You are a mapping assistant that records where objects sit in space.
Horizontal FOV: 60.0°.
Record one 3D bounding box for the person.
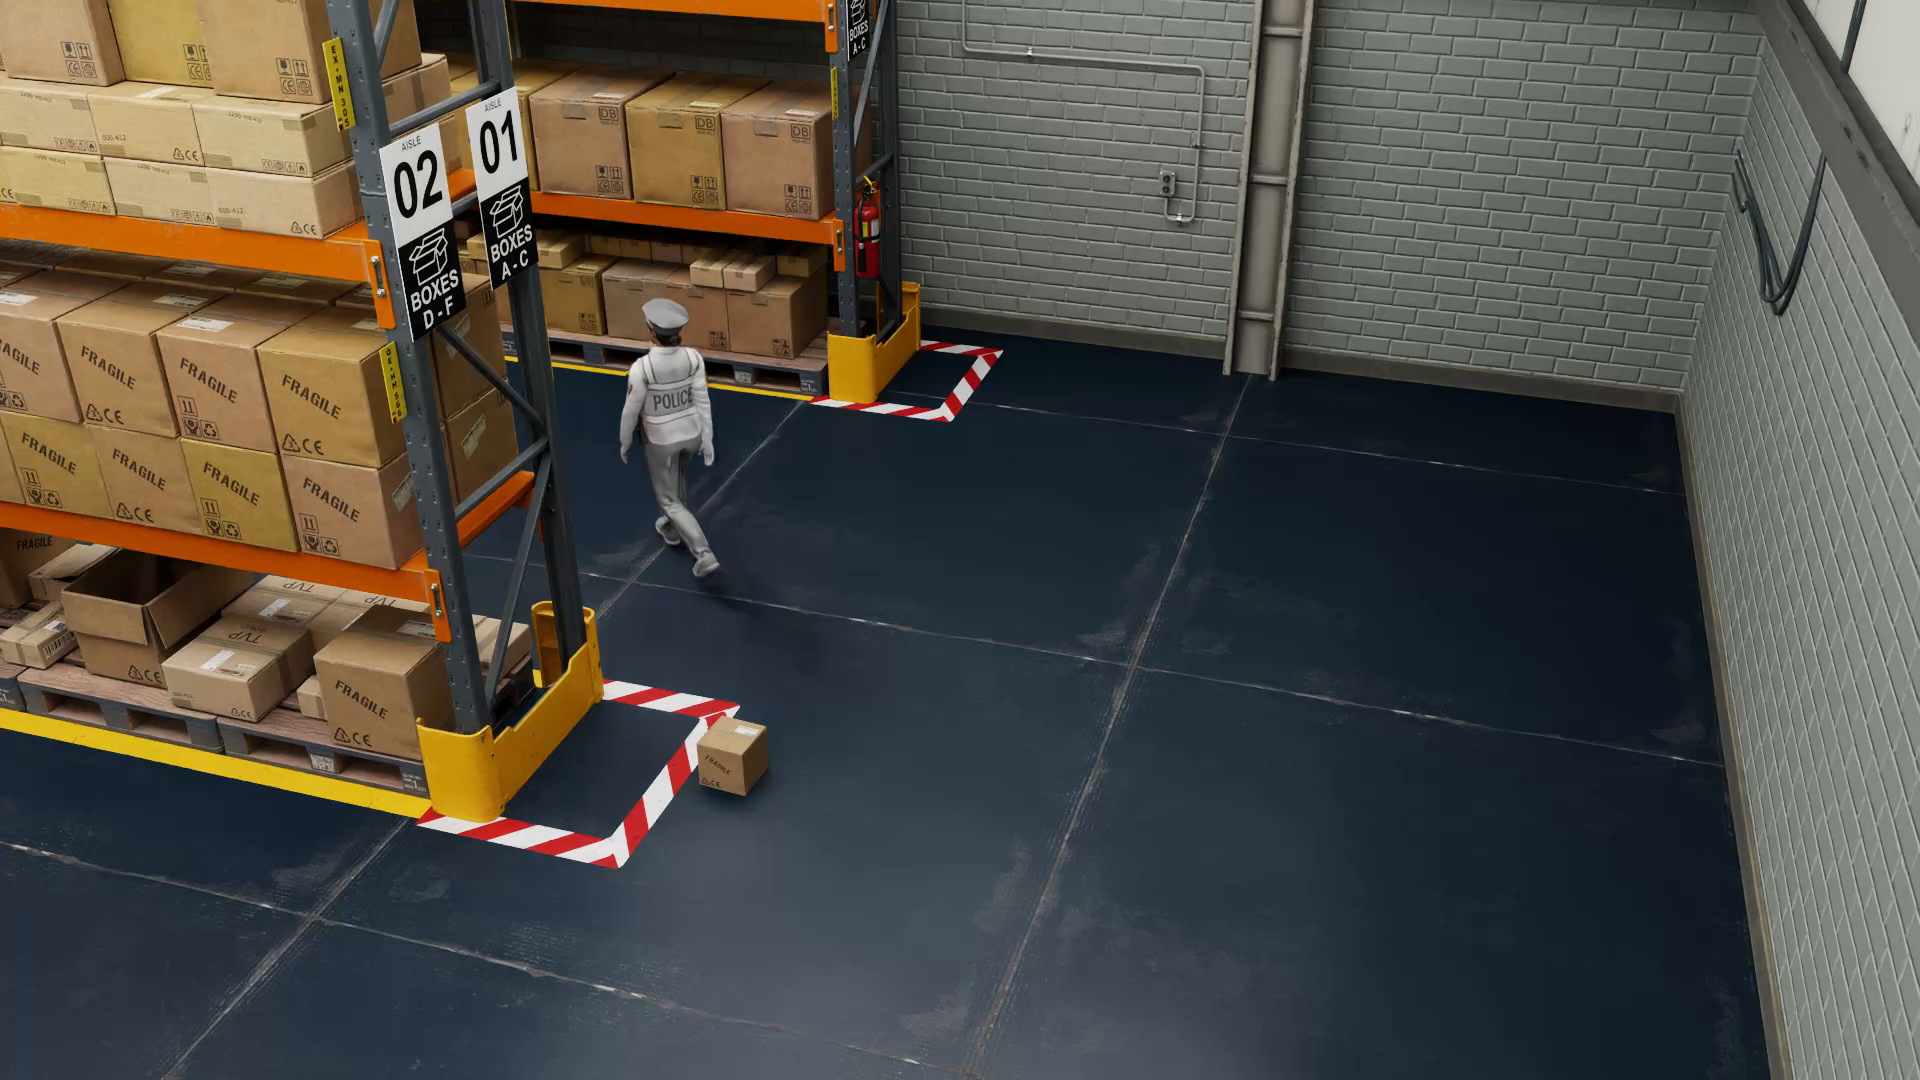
[{"bbox_3d":[-1.671,-0.586,9.503,0.494,1.638,0.932,-20,35,-31],"label":"person"}]
